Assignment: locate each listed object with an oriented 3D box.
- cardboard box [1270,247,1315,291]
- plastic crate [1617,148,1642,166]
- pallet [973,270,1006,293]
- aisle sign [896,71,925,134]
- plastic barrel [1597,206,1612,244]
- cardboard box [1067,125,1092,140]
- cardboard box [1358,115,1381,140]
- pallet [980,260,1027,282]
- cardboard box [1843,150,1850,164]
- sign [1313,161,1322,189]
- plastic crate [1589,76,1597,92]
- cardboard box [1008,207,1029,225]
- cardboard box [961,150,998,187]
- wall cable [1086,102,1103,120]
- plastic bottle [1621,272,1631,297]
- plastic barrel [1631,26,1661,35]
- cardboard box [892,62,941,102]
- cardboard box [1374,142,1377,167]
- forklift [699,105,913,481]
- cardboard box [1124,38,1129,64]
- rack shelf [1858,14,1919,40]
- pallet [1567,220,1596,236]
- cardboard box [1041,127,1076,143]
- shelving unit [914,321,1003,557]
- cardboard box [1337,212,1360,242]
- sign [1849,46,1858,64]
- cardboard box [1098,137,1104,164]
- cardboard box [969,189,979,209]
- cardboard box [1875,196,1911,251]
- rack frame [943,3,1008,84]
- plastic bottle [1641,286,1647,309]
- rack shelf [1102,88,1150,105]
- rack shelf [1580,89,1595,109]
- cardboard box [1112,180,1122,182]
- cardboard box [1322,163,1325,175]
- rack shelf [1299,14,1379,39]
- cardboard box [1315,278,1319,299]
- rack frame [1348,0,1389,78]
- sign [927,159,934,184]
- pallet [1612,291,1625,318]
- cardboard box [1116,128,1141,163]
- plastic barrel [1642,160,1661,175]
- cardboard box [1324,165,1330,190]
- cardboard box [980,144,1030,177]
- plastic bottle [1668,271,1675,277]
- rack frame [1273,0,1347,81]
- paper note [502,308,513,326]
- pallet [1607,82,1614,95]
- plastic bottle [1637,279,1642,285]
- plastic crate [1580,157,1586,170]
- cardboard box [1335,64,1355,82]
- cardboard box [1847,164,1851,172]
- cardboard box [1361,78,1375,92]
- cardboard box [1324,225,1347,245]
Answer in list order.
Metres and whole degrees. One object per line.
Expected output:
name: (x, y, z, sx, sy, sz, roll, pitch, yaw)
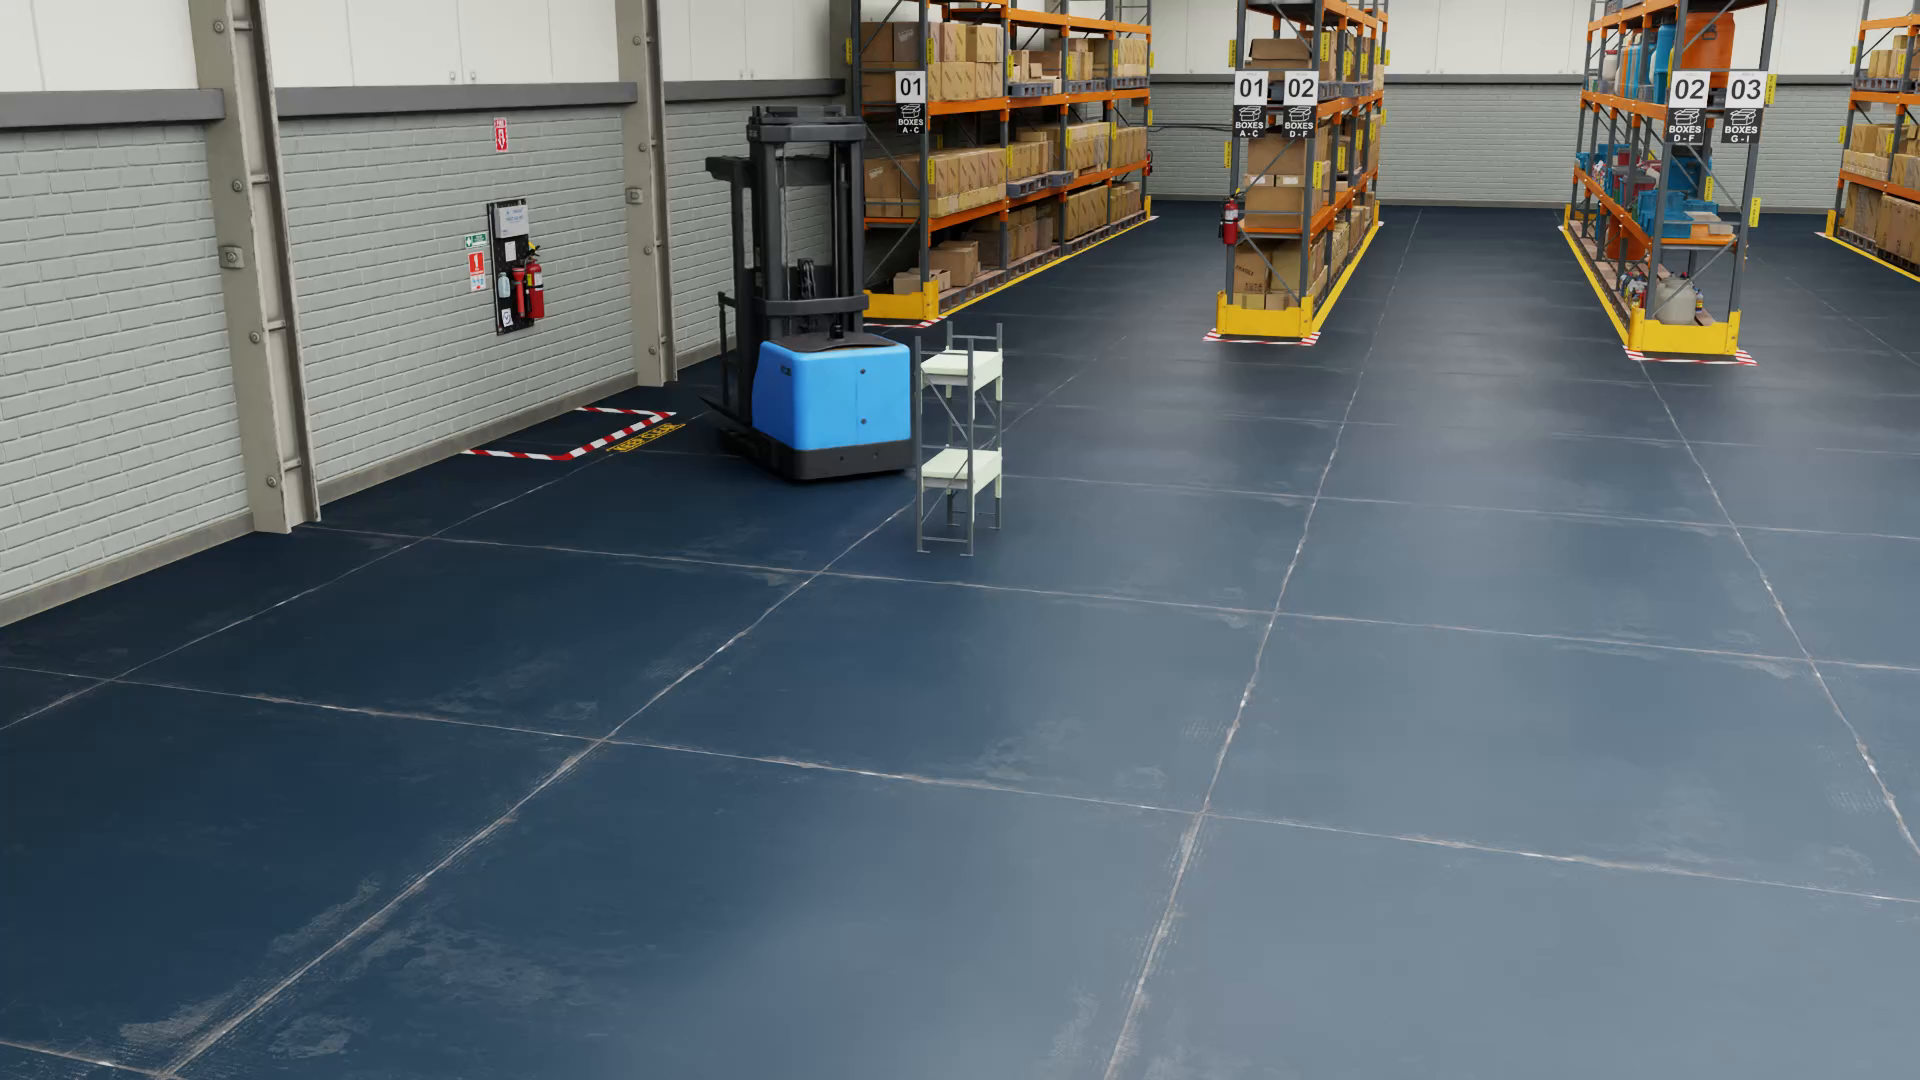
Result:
cardboard box: (4.352, -3.552, 21.752, 0.500, 0.500, 0.500, 5, 16, 16)
plastic crate: (12.498, -7.087, 31.090, 0.402, 0.464, 0.583, 5, 16, 16)
pallet: (0.075, -3.968, 25.433, 1.003, 0.211, 1.213, 5, 16, 16)
aisle sign: (-0.637, -5.650, 21.489, 0.394, 0.787, 0.004, 5, 16, 16)
plastic barrel: (11.632, -5.679, 29.430, 0.600, 0.901, 0.708, 5, 16, 16)
cardboard box: (2.175, -7.601, 30.991, 0.500, 0.250, 0.500, 4, 16, 15)
cardboard box: (8.387, -8.504, 34.297, 0.500, 0.500, 0.500, 5, 17, 17)
pallet: (0.452, -4.350, 26.780, 1.003, 0.211, 1.213, 5, 16, 16)
cardboard box: (17.494, -7.442, 32.298, 0.500, 0.250, 0.500, 4, 16, 14)
sign: (4.376, -4.468, 20.355, 0.100, 0.325, 0.005, 5, 16, 16)
plastic crate: (12.215, -8.689, 31.688, 0.437, 0.282, 0.530, 5, 16, 16)
cardboard box: (0.851, -5.433, 27.887, 0.500, 0.250, 0.500, 5, 16, 16)
cardboard box: (0.258, -5.508, 24.614, 0.500, 0.500, 0.500, 5, 16, 16)
wall cable: (3.099, -9.525, 38.051, 0.084, 1.984, 1.851, 5, 16, 16)
plastic bottle: (9.103, -3.478, 22.643, 0.144, 0.351, 0.185, 5, 17, 17)
plastic barrel: (11.666, -8.241, 28.201, 0.600, 0.901, 0.708, 5, 16, 16)
cardboard box: (-0.570, -6.010, 21.806, 0.500, 0.500, 0.500, 5, 17, 17)
cardboard box: (8.235, -7.888, 33.960, 0.500, 0.500, 0.500, 5, 17, 16)
forklift: (-1.504, -2.244, 14.369, 1.130, 2.935, 3.031, -8, 18, -26)
cardboard box: (3.117, -9.863, 33.555, 0.500, 0.500, 0.500, 4, 16, 15)
rack shelf: (17.321, -9.300, 30.176, 1.077, 0.370, 4.000, 5, 16, 16)
pallet: (12.869, -6.305, 33.672, 1.003, 0.211, 1.213, 5, 16, 16)
cardboard box: (1.753, -7.202, 29.586, 0.500, 0.250, 0.500, 5, 17, 17)
shelving unit: (-0.002, -0.720, 11.619, 0.431, 1.500, 0.755, 5, 16, 16)
cardboard box: (6.957, -5.663, 30.071, 0.500, 0.500, 0.500, 4, 16, 14)
sign: (17.359, -9.422, 32.305, 0.100, 0.325, 0.005, 5, 16, 16)
cardboard box: (2.481, -7.507, 32.035, 0.500, 0.500, 0.500, 5, 17, 16)
cardboard box: (-0.031, -4.884, 23.789, 0.500, 0.250, 0.500, 5, 17, 16)
cardboard box: (16.590, -5.440, 28.634, 1.225, 0.875, 0.875, 5, 16, 16)
rack frame: (0.232, -8.374, 24.863, 1.000, 3.000, 0.127, 5, 16, 16)
plastic bottle: (8.896, -3.148, 21.604, 0.061, 0.283, 0.133, 5, 16, 16)
rack shelf: (3.074, -9.201, 34.594, 1.077, 0.370, 4.000, 5, 16, 16)
rack shelf: (12.573, -8.433, 31.885, 1.077, 0.370, 4.000, 5, 16, 16)
cardboard box: (3.383, -7.796, 36.442, 0.380, 0.149, 0.250, 5, 17, 16)
cardboard box: (4.893, -5.175, 23.206, 0.380, 0.149, 0.250, 5, 16, 16)
rack shelf: (6.688, -9.022, 29.199, 1.077, 0.370, 4.000, 5, 16, 16)
cardboard box: (4.639, -3.453, 22.776, 0.500, 0.250, 0.500, 5, 16, 16)
rack frame: (8.393, -11.131, 34.580, 1.000, 3.000, 0.127, 5, 16, 16)
sign: (-0.384, -4.816, 21.725, 0.100, 0.325, 0.005, 5, 16, 16)
pallet: (9.500, -3.206, 22.745, 1.003, 0.211, 1.213, 5, 16, 16)
cardboard box: (3.311, -8.446, 35.562, 0.980, 0.700, 0.700, 4, 16, 15)
plastic barrel: (11.026, -5.687, 26.133, 0.600, 0.536, 0.708, 5, 16, 16)
cardboard box: (5.366, -5.491, 25.507, 0.500, 0.500, 0.500, 6, 17, 20)
cardboard box: (0.732, -6.199, 27.197, 0.700, 0.500, 0.500, 7, 17, 24)
plastic bottle: (9.686, -3.477, 22.641, 0.144, 0.351, 0.185, 5, 16, 16)
rack frame: (4.983, -7.991, 23.512, 1.000, 3.000, 0.127, 5, 16, 16)
paper note: (-4.095, -2.014, 15.046, 0.016, 0.148, 0.142, 5, 16, 16)
pallet: (11.556, -7.655, 28.171, 1.003, 0.211, 1.213, 5, 16, 16)
plastic bottle: (9.178, -3.393, 22.487, 0.097, 0.271, 0.097, 0, 16, 0)
plastic crate: (12.296, -7.346, 32.427, 0.416, 0.233, 0.300, 5, 16, 16)
cardboard box: (6.211, -7.759, 28.009, 0.910, 0.500, 0.500, 5, 16, 16)
cardboard box: (17.328, -7.153, 32.011, 0.380, 0.149, 0.250, 4, 16, 15)
cardboard box: (7.632, -8.677, 31.701, 0.500, 0.250, 0.500, 5, 16, 16)
cardboard box: (6.065, -5.008, 27.230, 0.500, 0.311, 0.500, 4, 16, 15)
